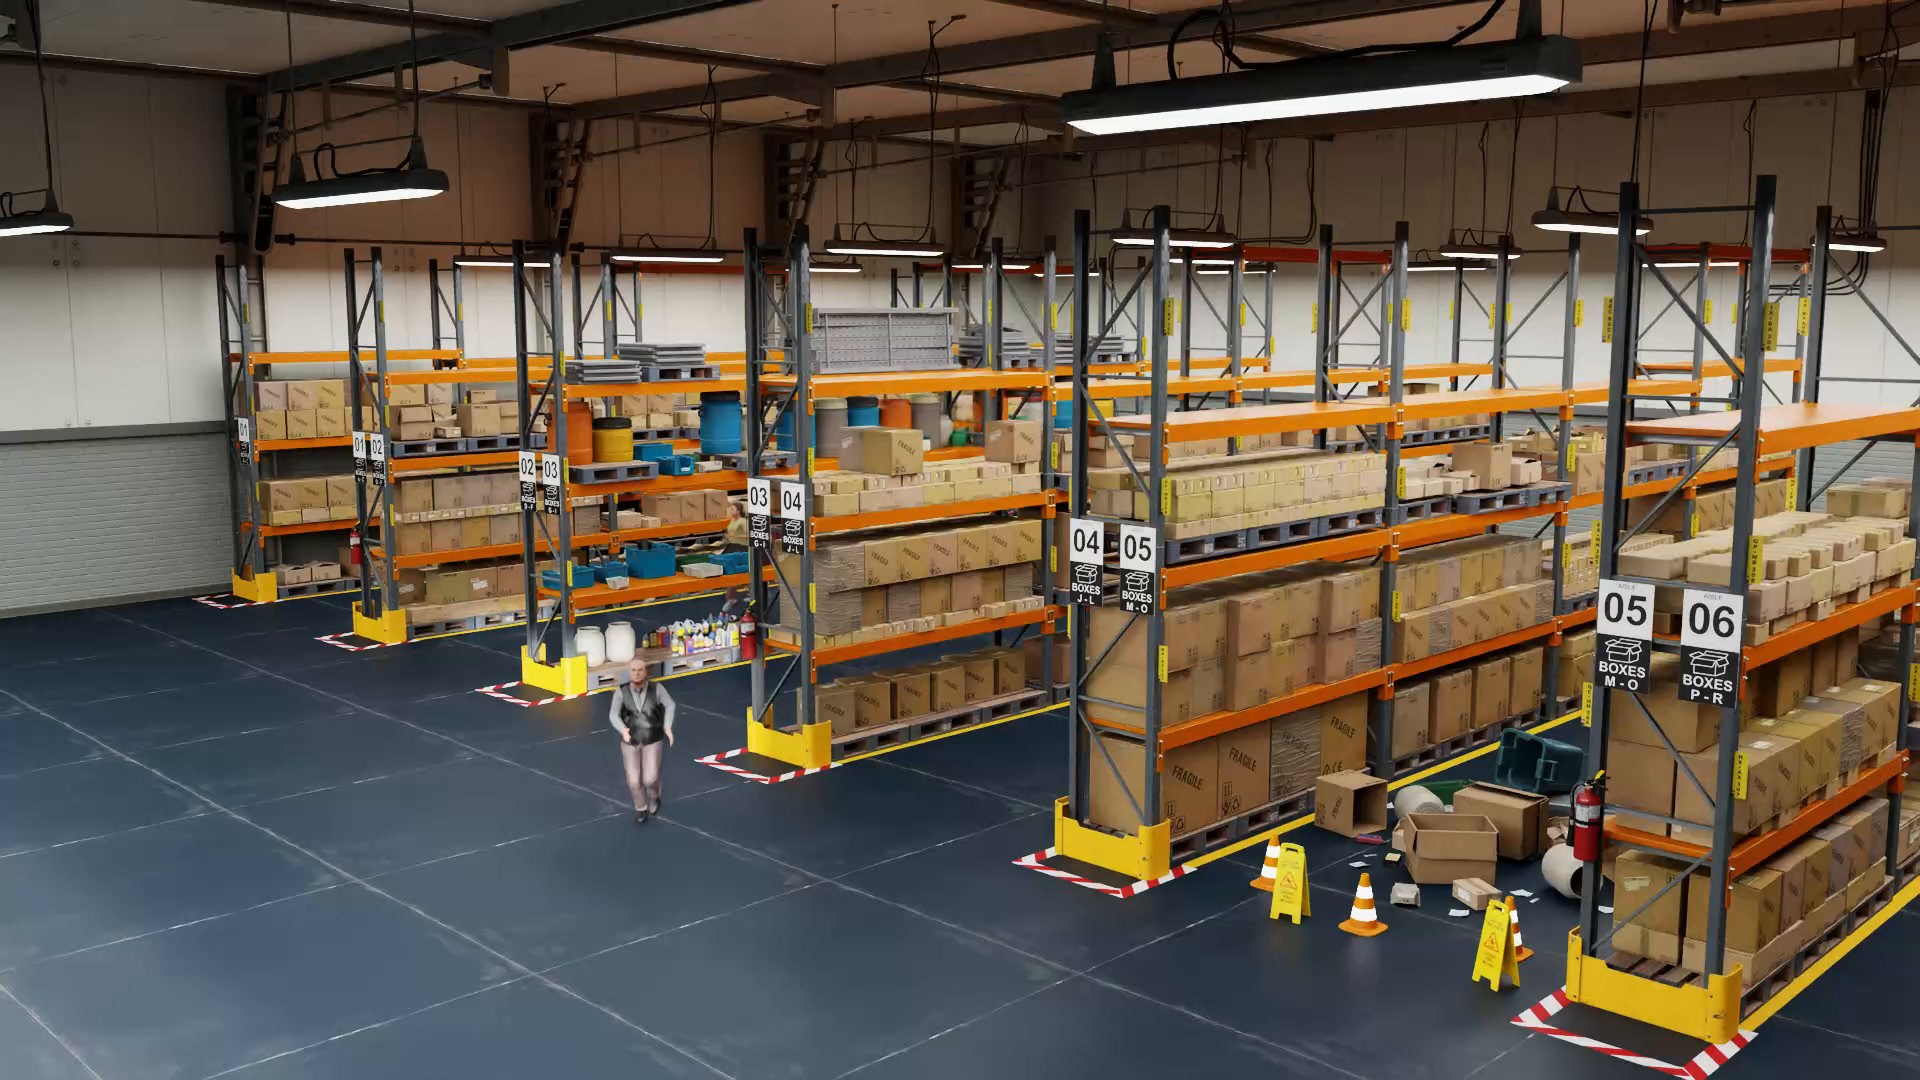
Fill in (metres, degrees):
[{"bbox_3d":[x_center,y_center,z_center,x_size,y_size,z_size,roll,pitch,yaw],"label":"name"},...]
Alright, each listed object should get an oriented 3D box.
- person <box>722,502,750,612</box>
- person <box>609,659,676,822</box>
[{"bbox_3d":[-3.538,0.260,26.926,0.547,1.768,0.709,7,11,42],"label":"person"},{"bbox_3d":[-3.151,2.010,16.485,0.642,1.675,0.652,-1,8,-6],"label":"person"}]
